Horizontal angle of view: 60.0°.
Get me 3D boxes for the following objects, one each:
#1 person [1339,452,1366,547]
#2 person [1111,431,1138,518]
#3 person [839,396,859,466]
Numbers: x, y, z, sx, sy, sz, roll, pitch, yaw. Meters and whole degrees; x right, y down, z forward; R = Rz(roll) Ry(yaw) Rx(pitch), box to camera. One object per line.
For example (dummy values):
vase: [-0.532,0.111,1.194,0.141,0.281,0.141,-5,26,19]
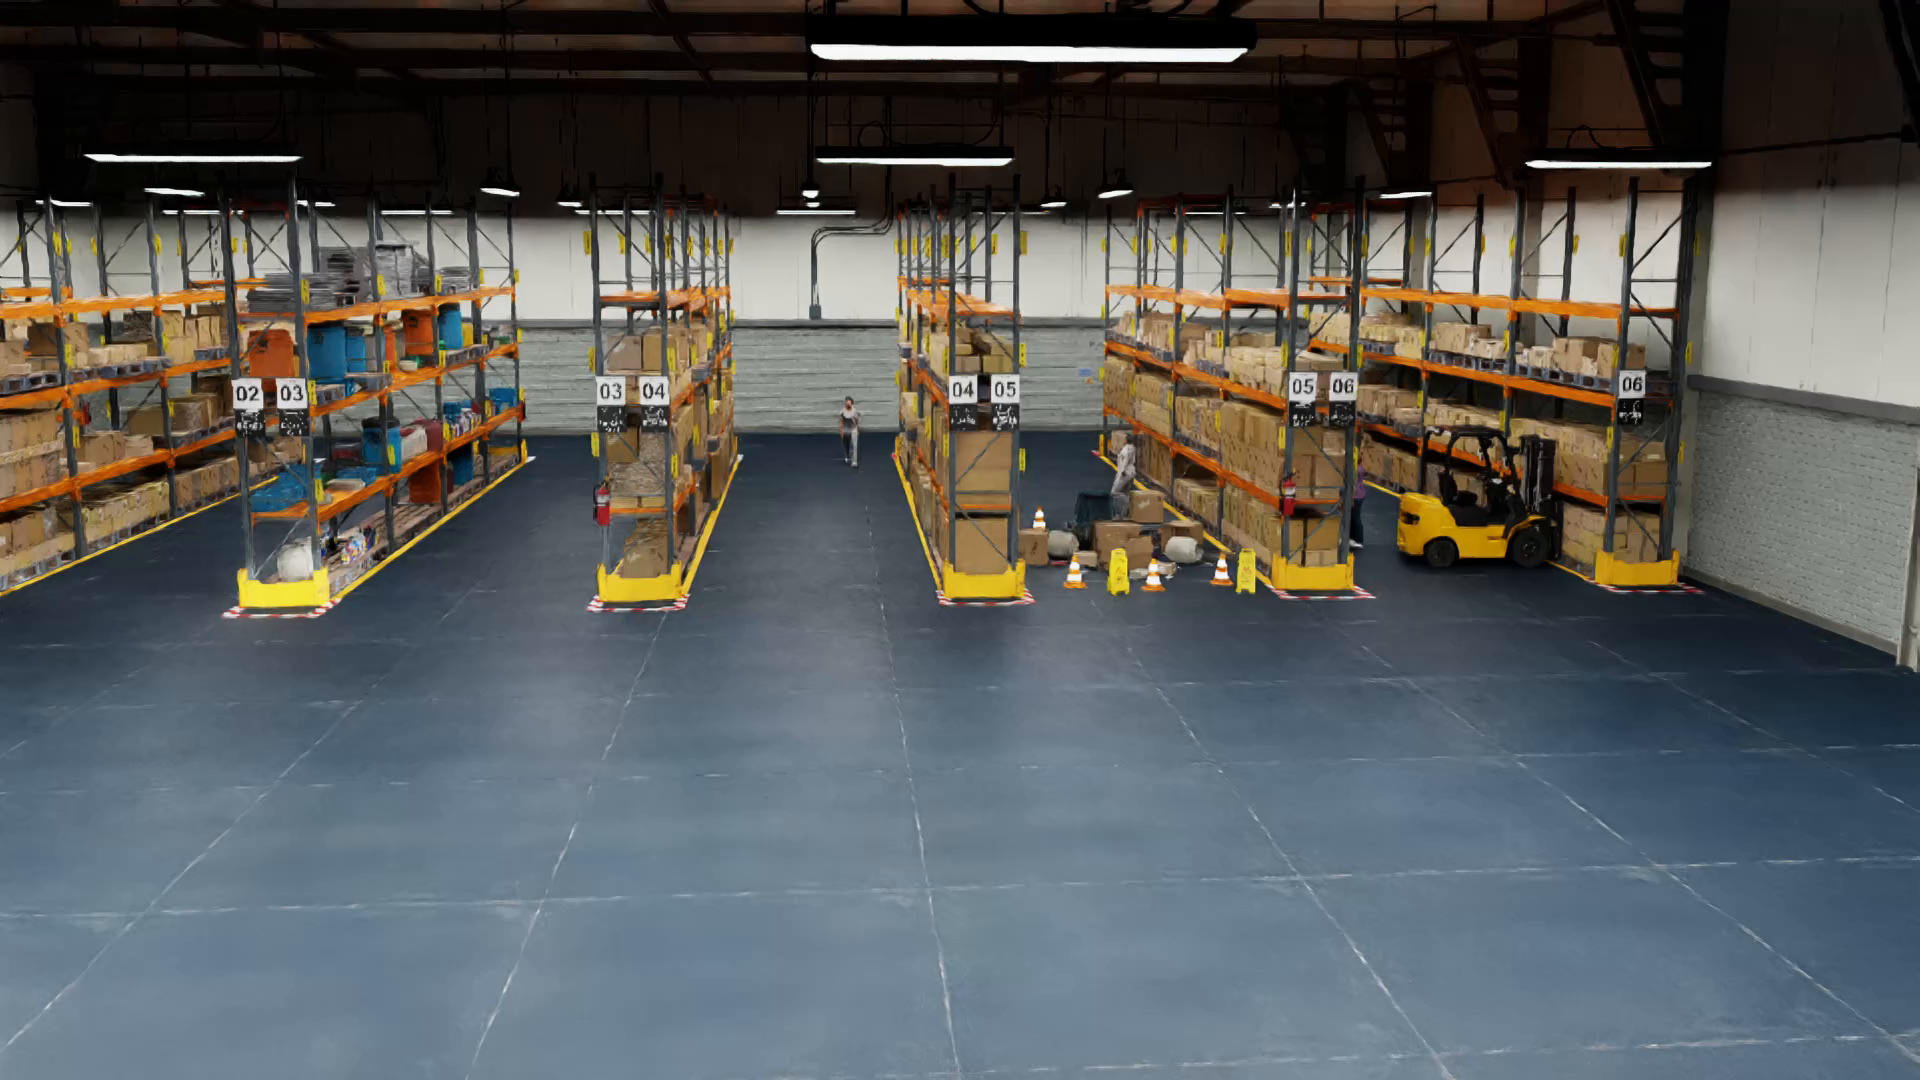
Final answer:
person: [6.621,-0.700,27.984,0.449,1.592,0.467,5,11,26]
person: [3.009,-1.173,30.419,0.554,1.661,0.586,4,11,21]
person: [-2.563,-2.522,38.306,0.446,1.590,1.110,0,10,-2]
